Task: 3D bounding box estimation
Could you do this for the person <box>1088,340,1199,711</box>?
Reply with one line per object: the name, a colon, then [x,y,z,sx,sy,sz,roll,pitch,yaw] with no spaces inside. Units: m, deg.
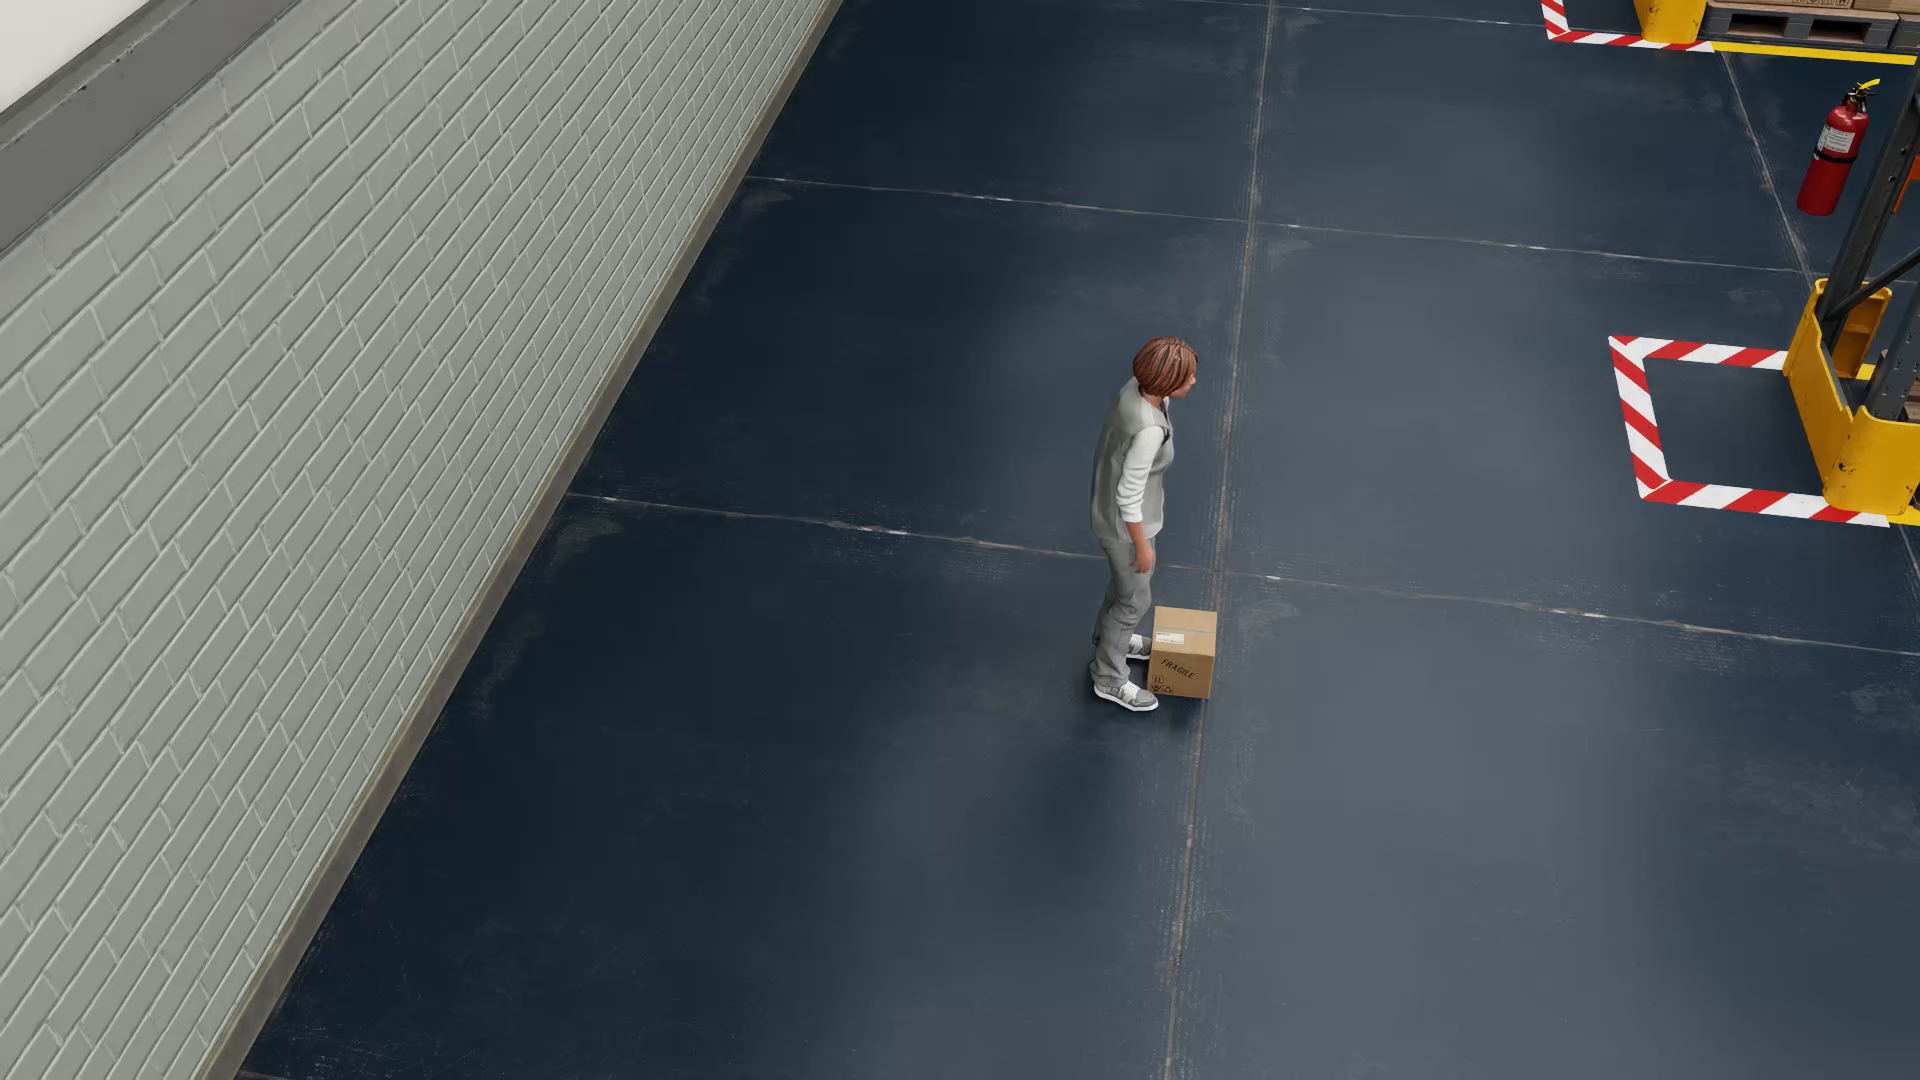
person: [0.655,-0.073,6.251,0.346,1.591,0.460,7,42,8]
